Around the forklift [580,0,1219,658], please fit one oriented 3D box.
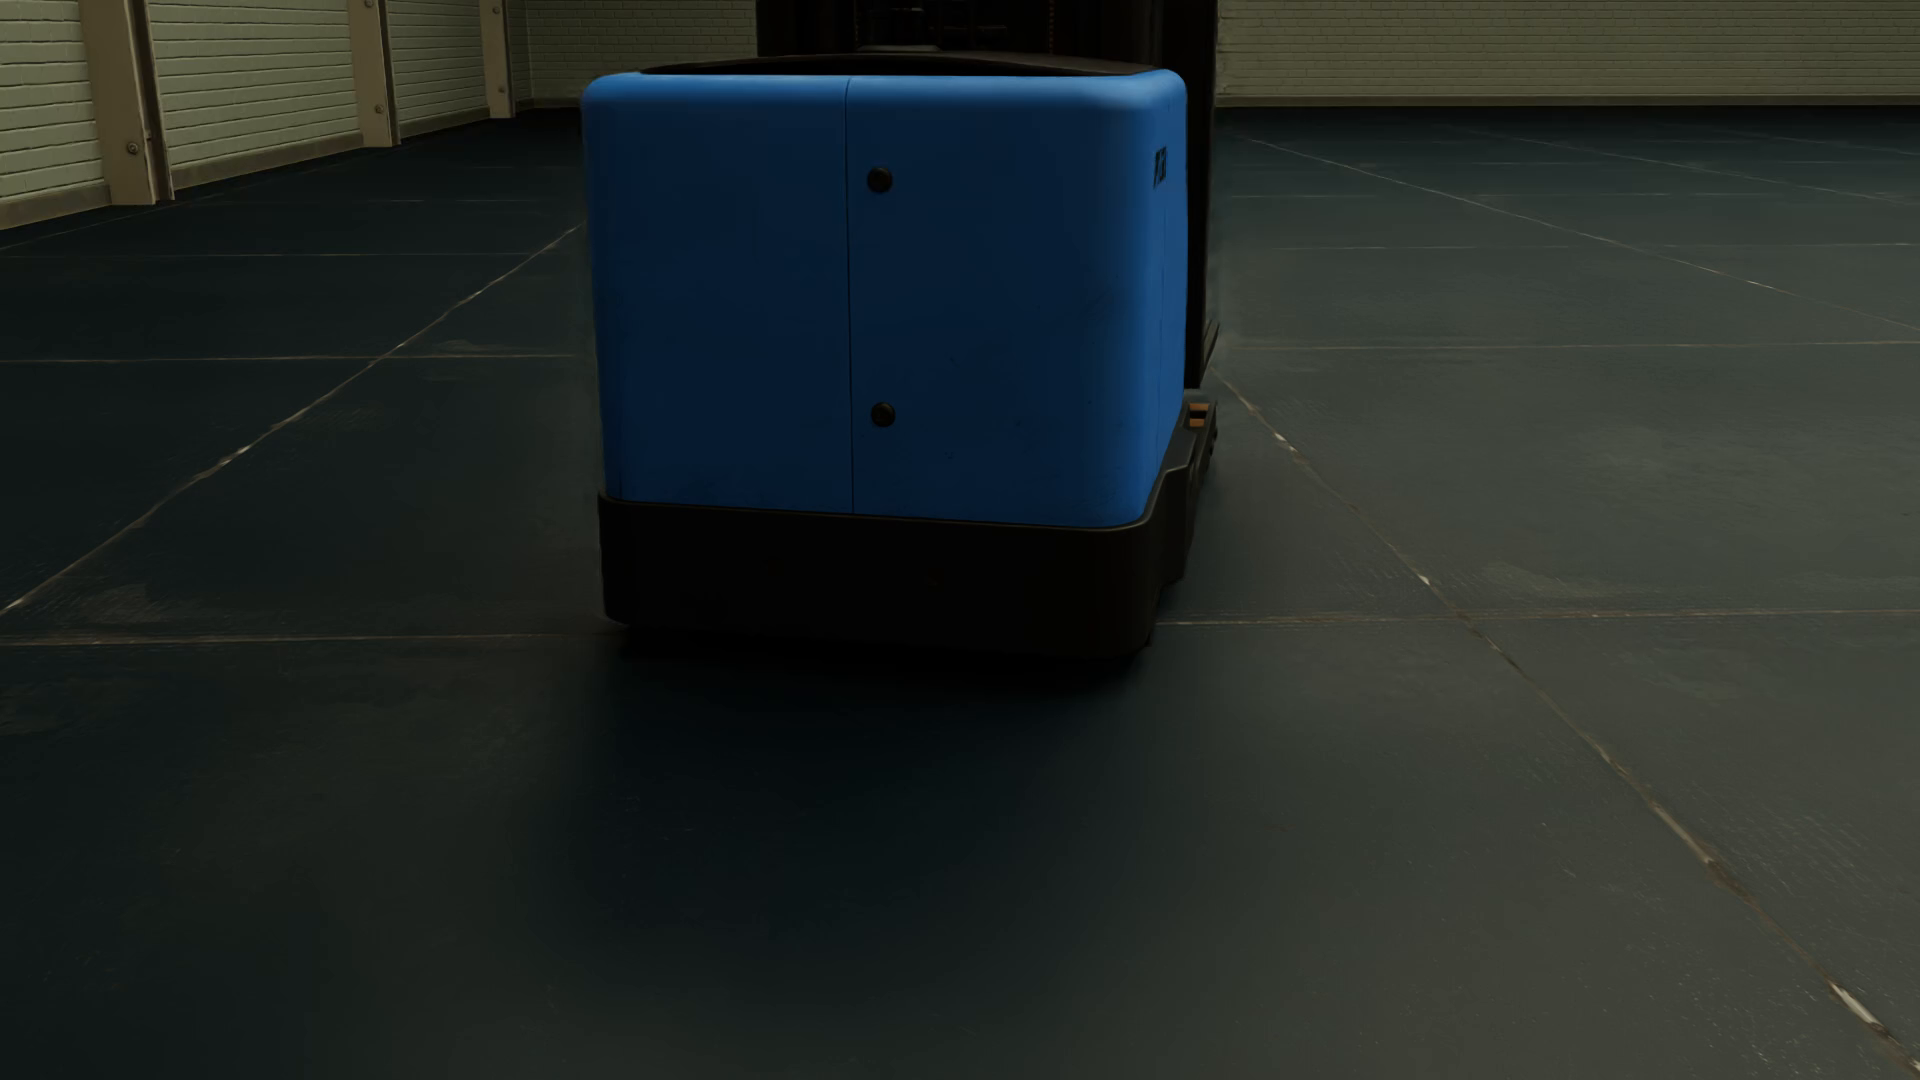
[{"bbox_3d":[0.110,-1.579,4.070,1.130,2.935,3.031,3,17,11],"label":"forklift"}]
